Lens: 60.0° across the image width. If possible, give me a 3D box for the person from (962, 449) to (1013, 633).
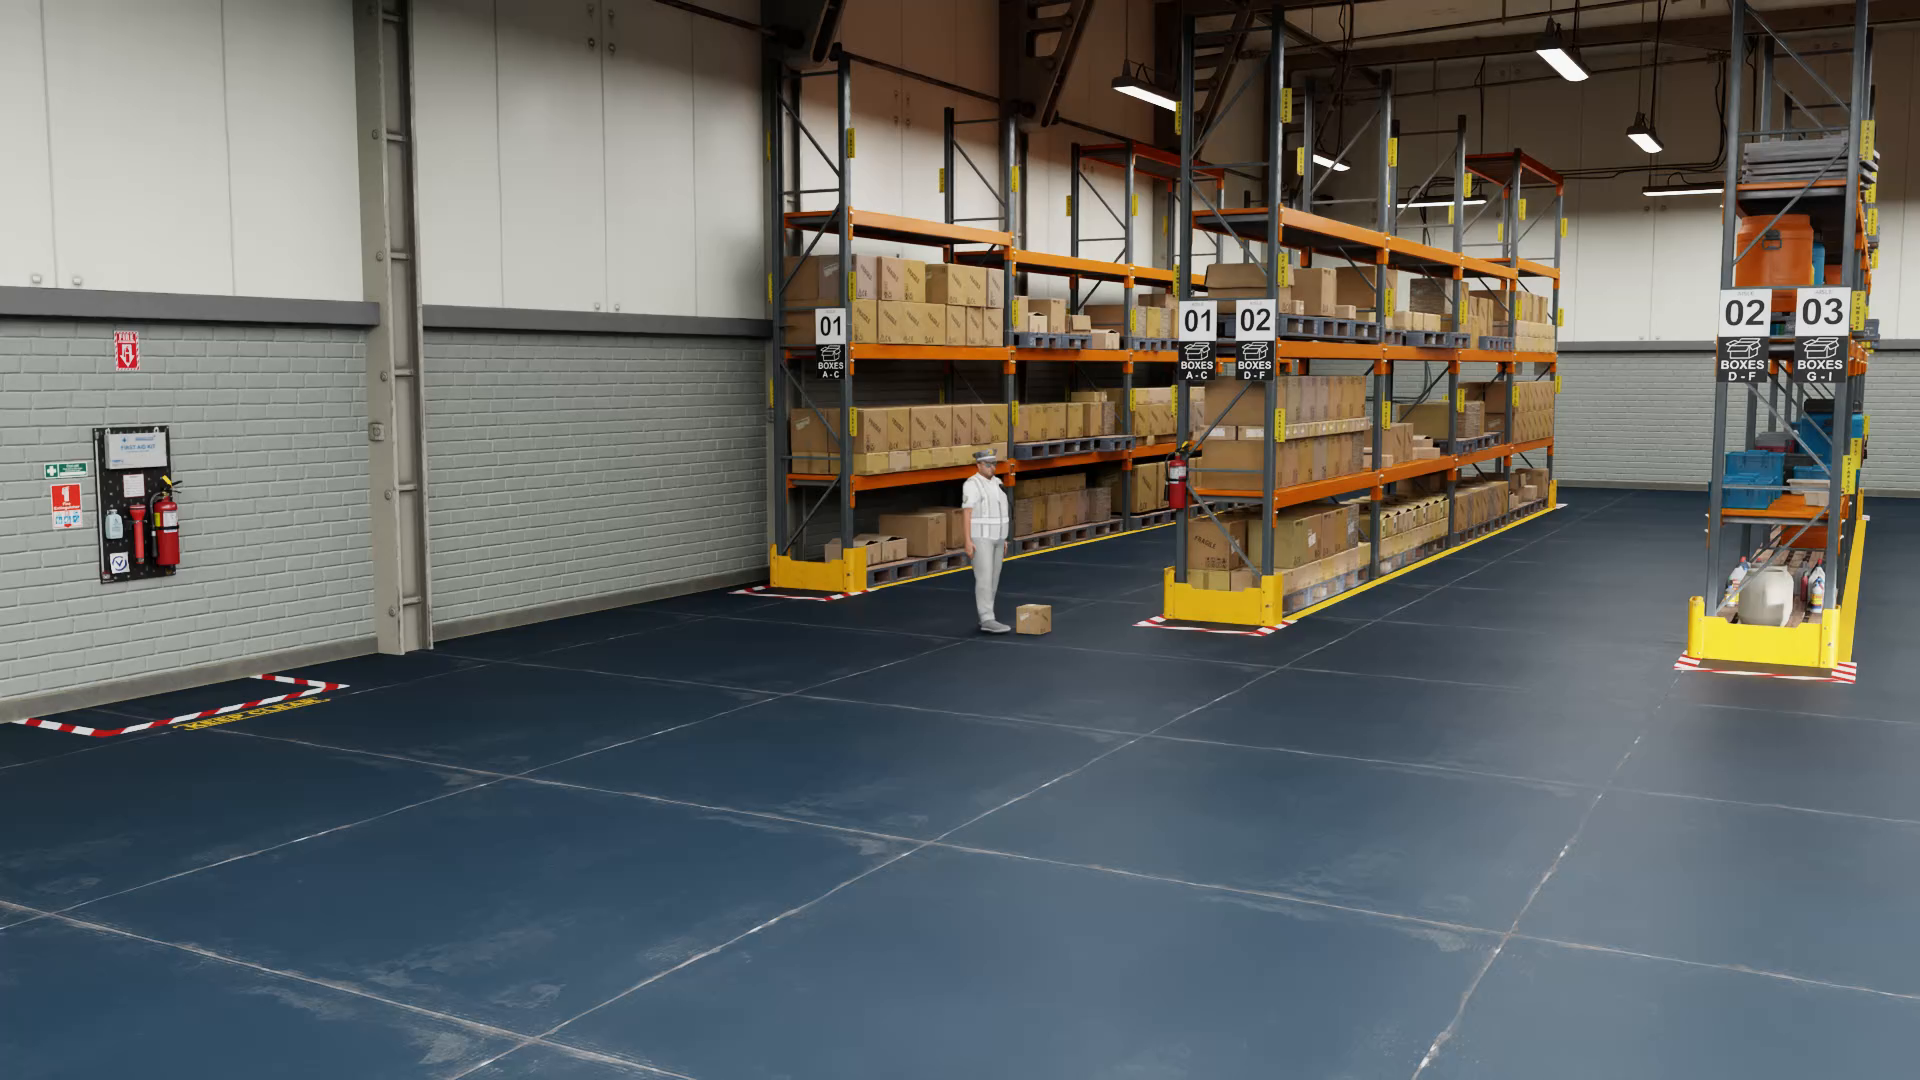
[{"bbox_3d":[0.340,-0.009,16.092,0.613,1.752,0.541,5,8,43],"label":"person"}]
